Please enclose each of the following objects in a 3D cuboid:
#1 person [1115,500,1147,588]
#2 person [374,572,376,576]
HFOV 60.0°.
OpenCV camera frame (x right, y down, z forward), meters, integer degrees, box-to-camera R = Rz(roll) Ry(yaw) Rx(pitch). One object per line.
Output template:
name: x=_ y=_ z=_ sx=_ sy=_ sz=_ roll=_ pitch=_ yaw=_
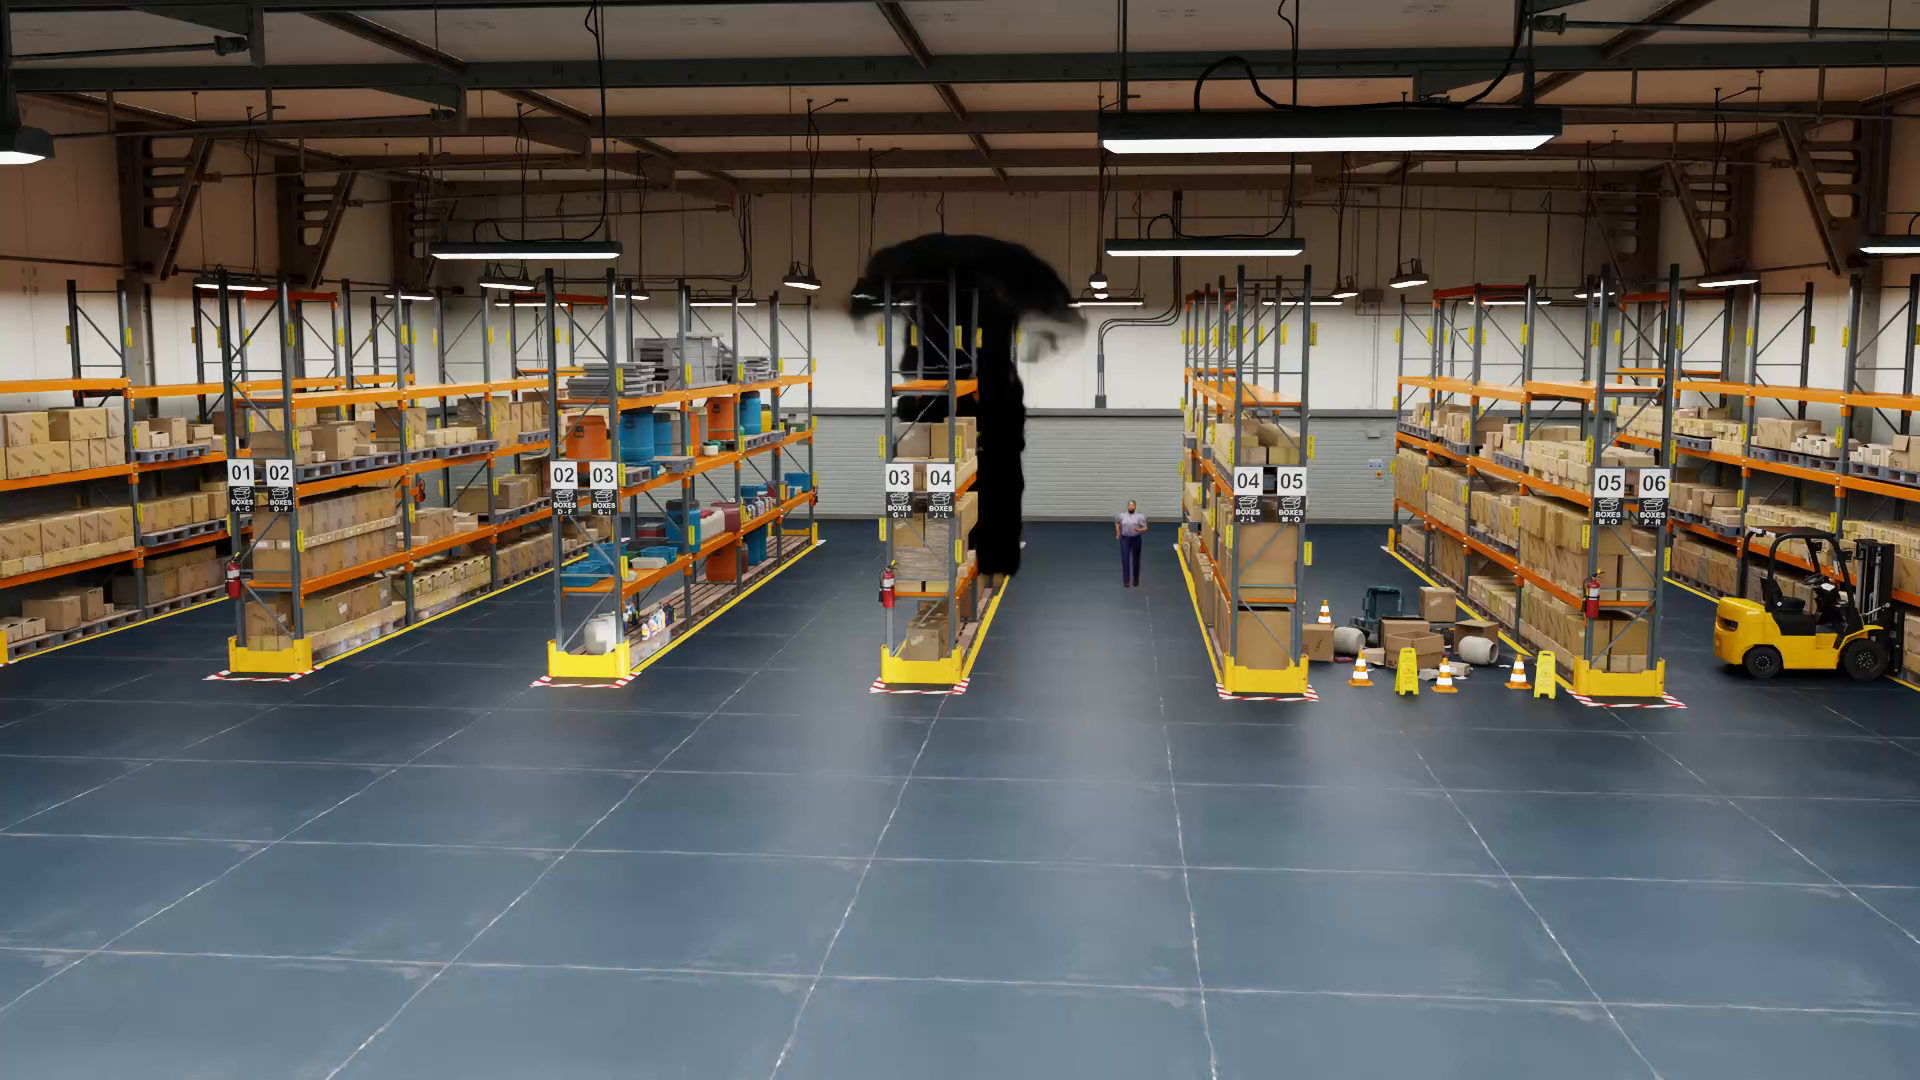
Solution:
person: x=3.244 y=0.080 z=31.560 sx=0.614 sy=1.686 sz=0.848 roll=1 pitch=7 yaw=8
person: x=-11.793 y=0.189 z=32.984 sx=0.545 sy=1.708 sz=0.787 roll=1 pitch=7 yaw=5
